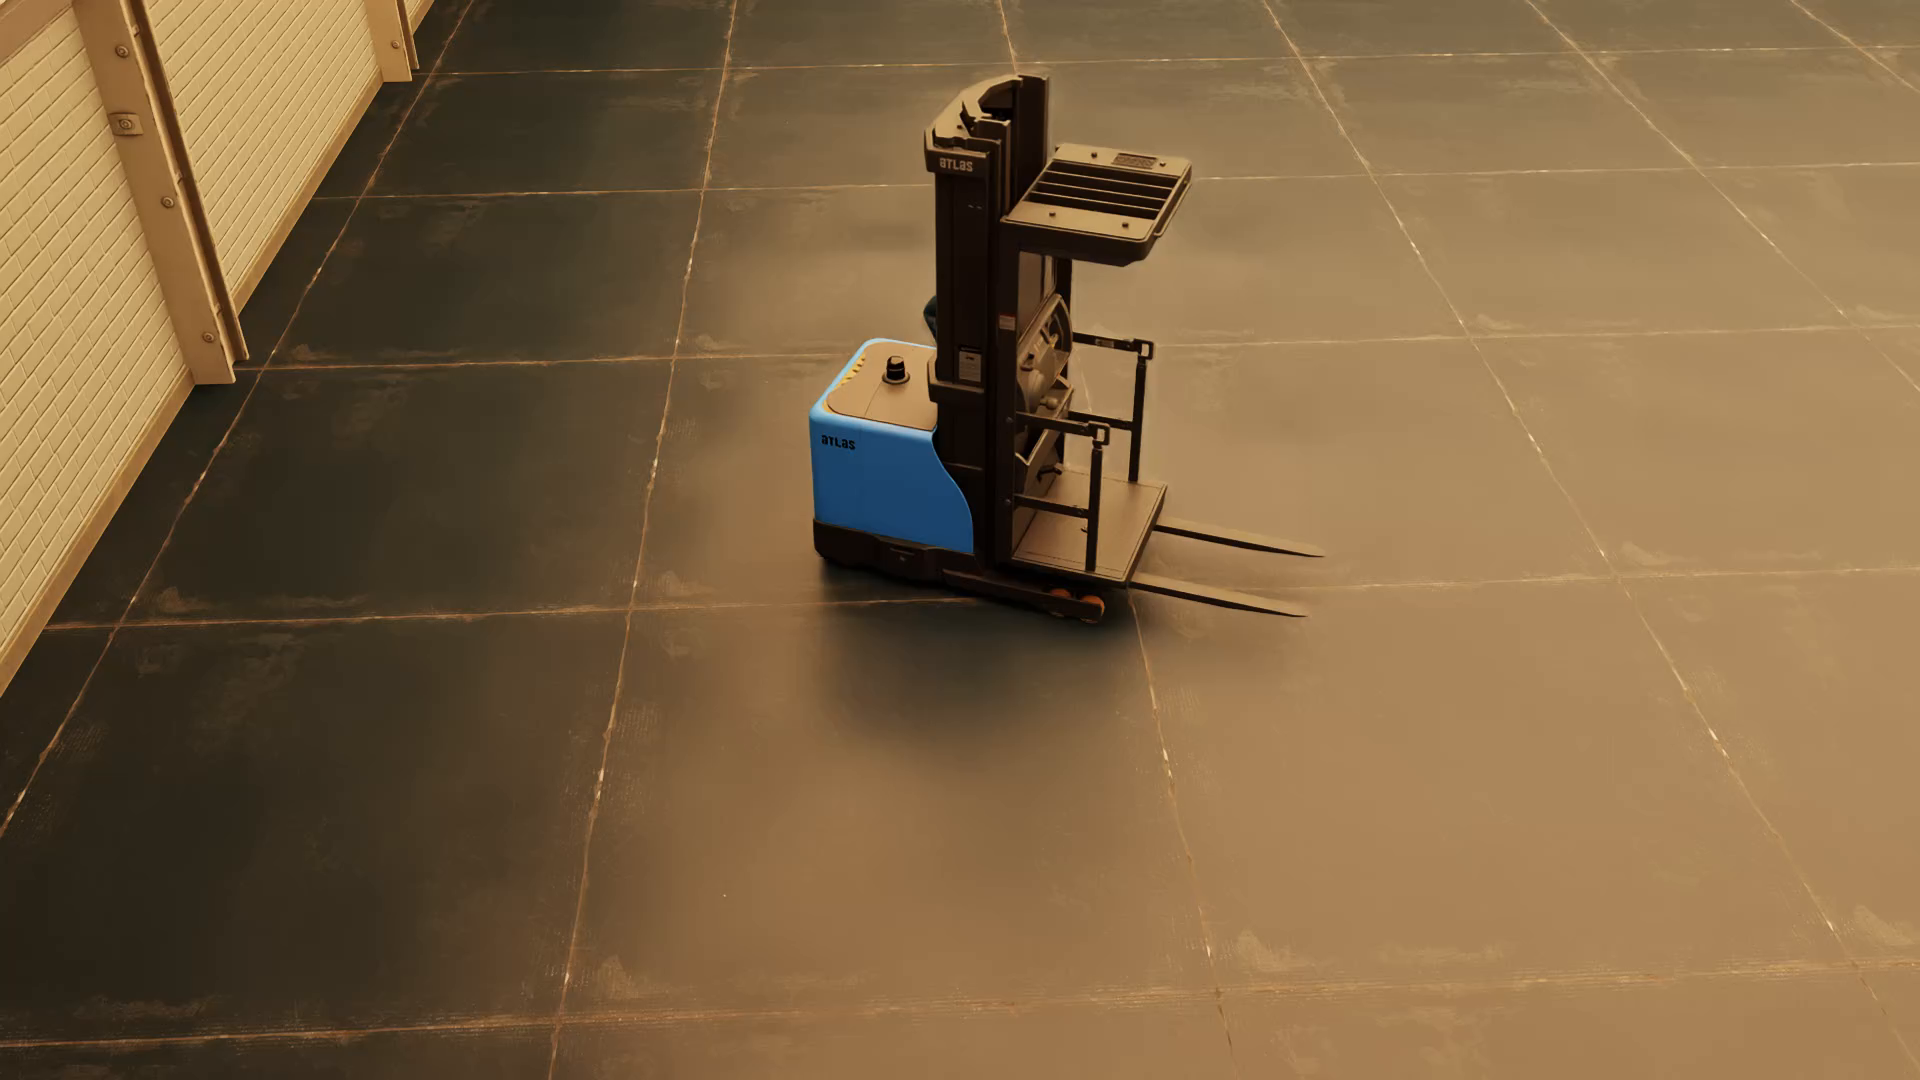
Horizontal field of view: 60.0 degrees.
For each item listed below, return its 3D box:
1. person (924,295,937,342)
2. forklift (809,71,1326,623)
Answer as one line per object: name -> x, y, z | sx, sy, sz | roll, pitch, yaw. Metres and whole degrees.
person -> 0.021, -1.771, 11.667 | 0.648, 1.501, 0.580 | -29, 45, -34
forklift -> 0.670, -1.047, 9.447 | 3.031, 2.935, 1.130 | 12, 38, 15
